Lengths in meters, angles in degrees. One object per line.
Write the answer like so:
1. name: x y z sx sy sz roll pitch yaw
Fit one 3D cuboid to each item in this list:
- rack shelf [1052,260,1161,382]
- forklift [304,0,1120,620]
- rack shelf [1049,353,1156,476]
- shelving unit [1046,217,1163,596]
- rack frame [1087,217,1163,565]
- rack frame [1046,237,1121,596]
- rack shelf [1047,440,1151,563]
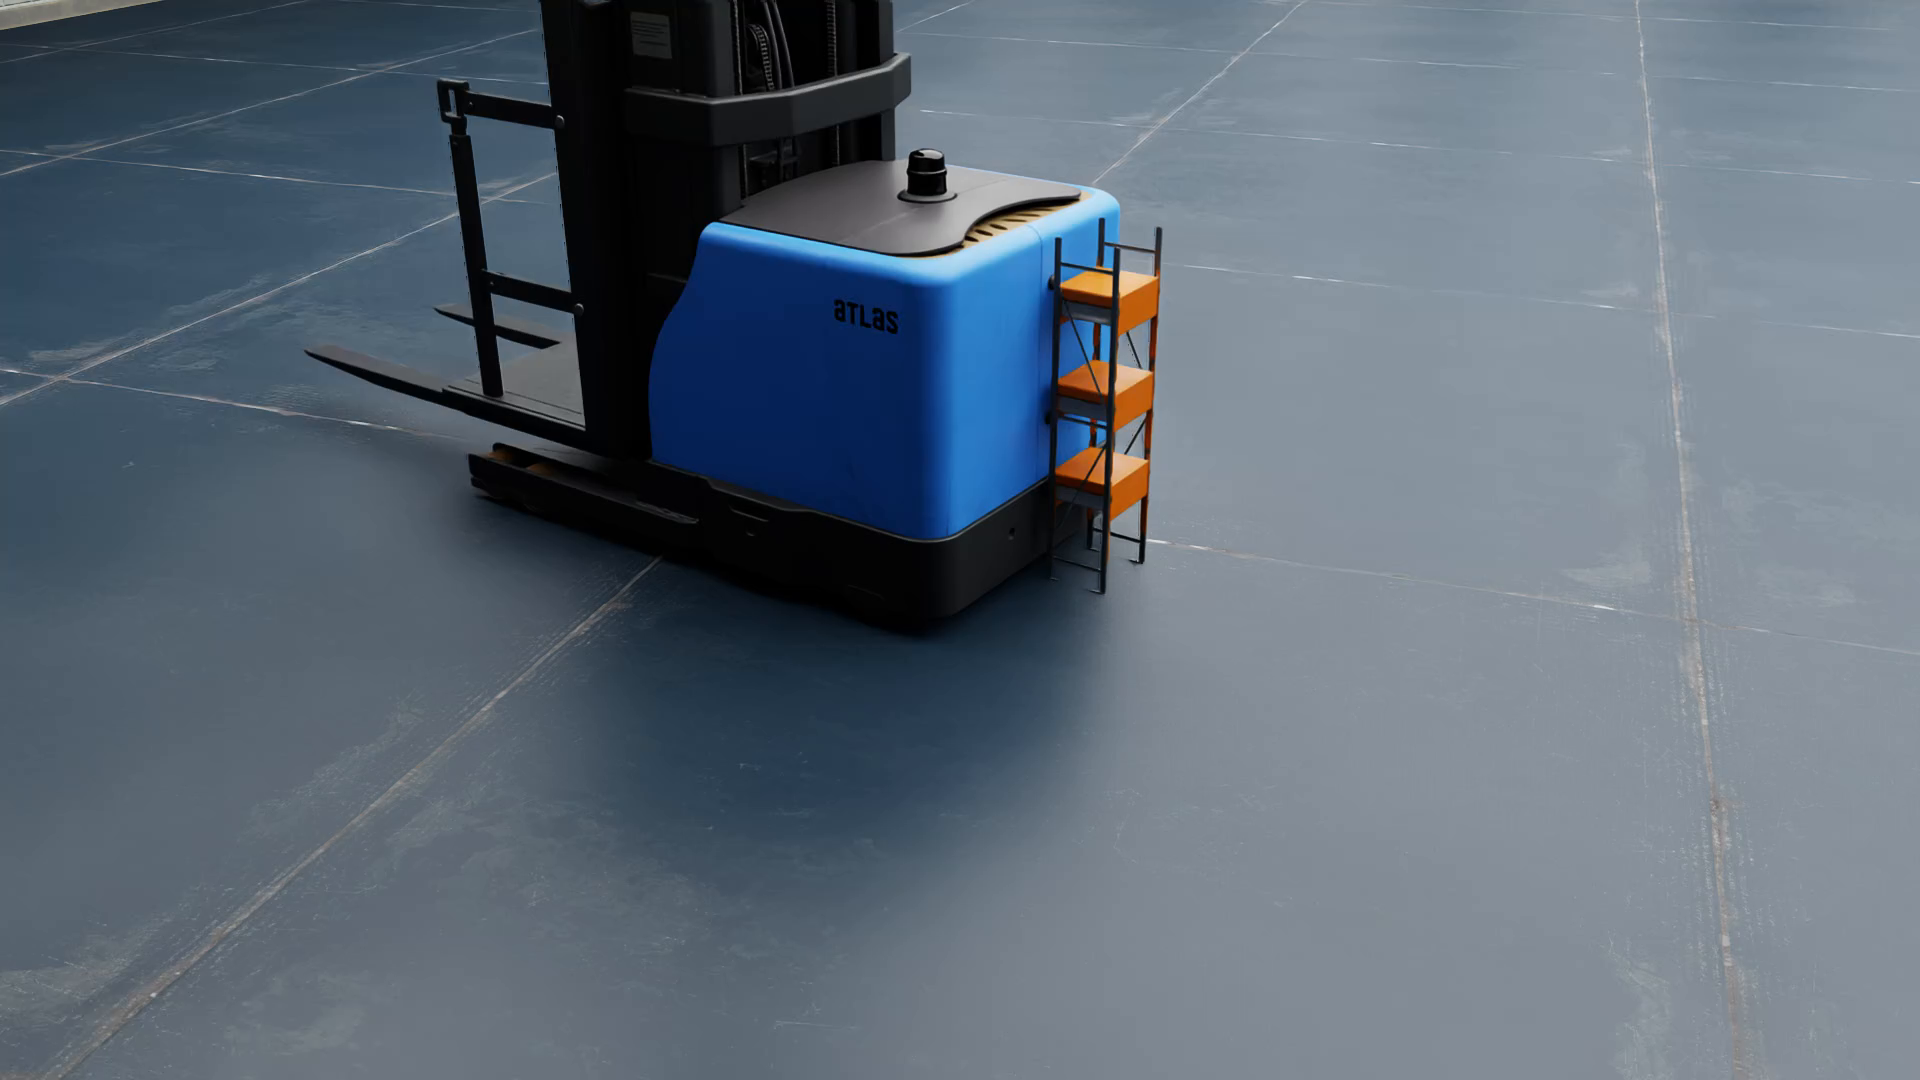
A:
1. rack shelf: 0.413 -0.624 4.706 0.215 0.259 0.240 16 30 30
2. forklift: -1.014 -1.577 5.144 3.031 2.935 1.130 17 30 31
3. rack shelf: 0.413 -0.368 4.830 0.215 0.259 0.240 16 30 30
4. shelving unit: 0.413 -0.378 4.825 0.215 1.050 0.252 16 30 30
5. rack frame: 0.481 -0.422 4.917 0.200 1.050 0.008 16 30 30
6. rack frame: 0.346 -0.333 4.734 0.200 1.050 0.008 16 30 30
7. rack shelf: 0.413 -0.118 4.951 0.215 0.259 0.240 16 30 30
